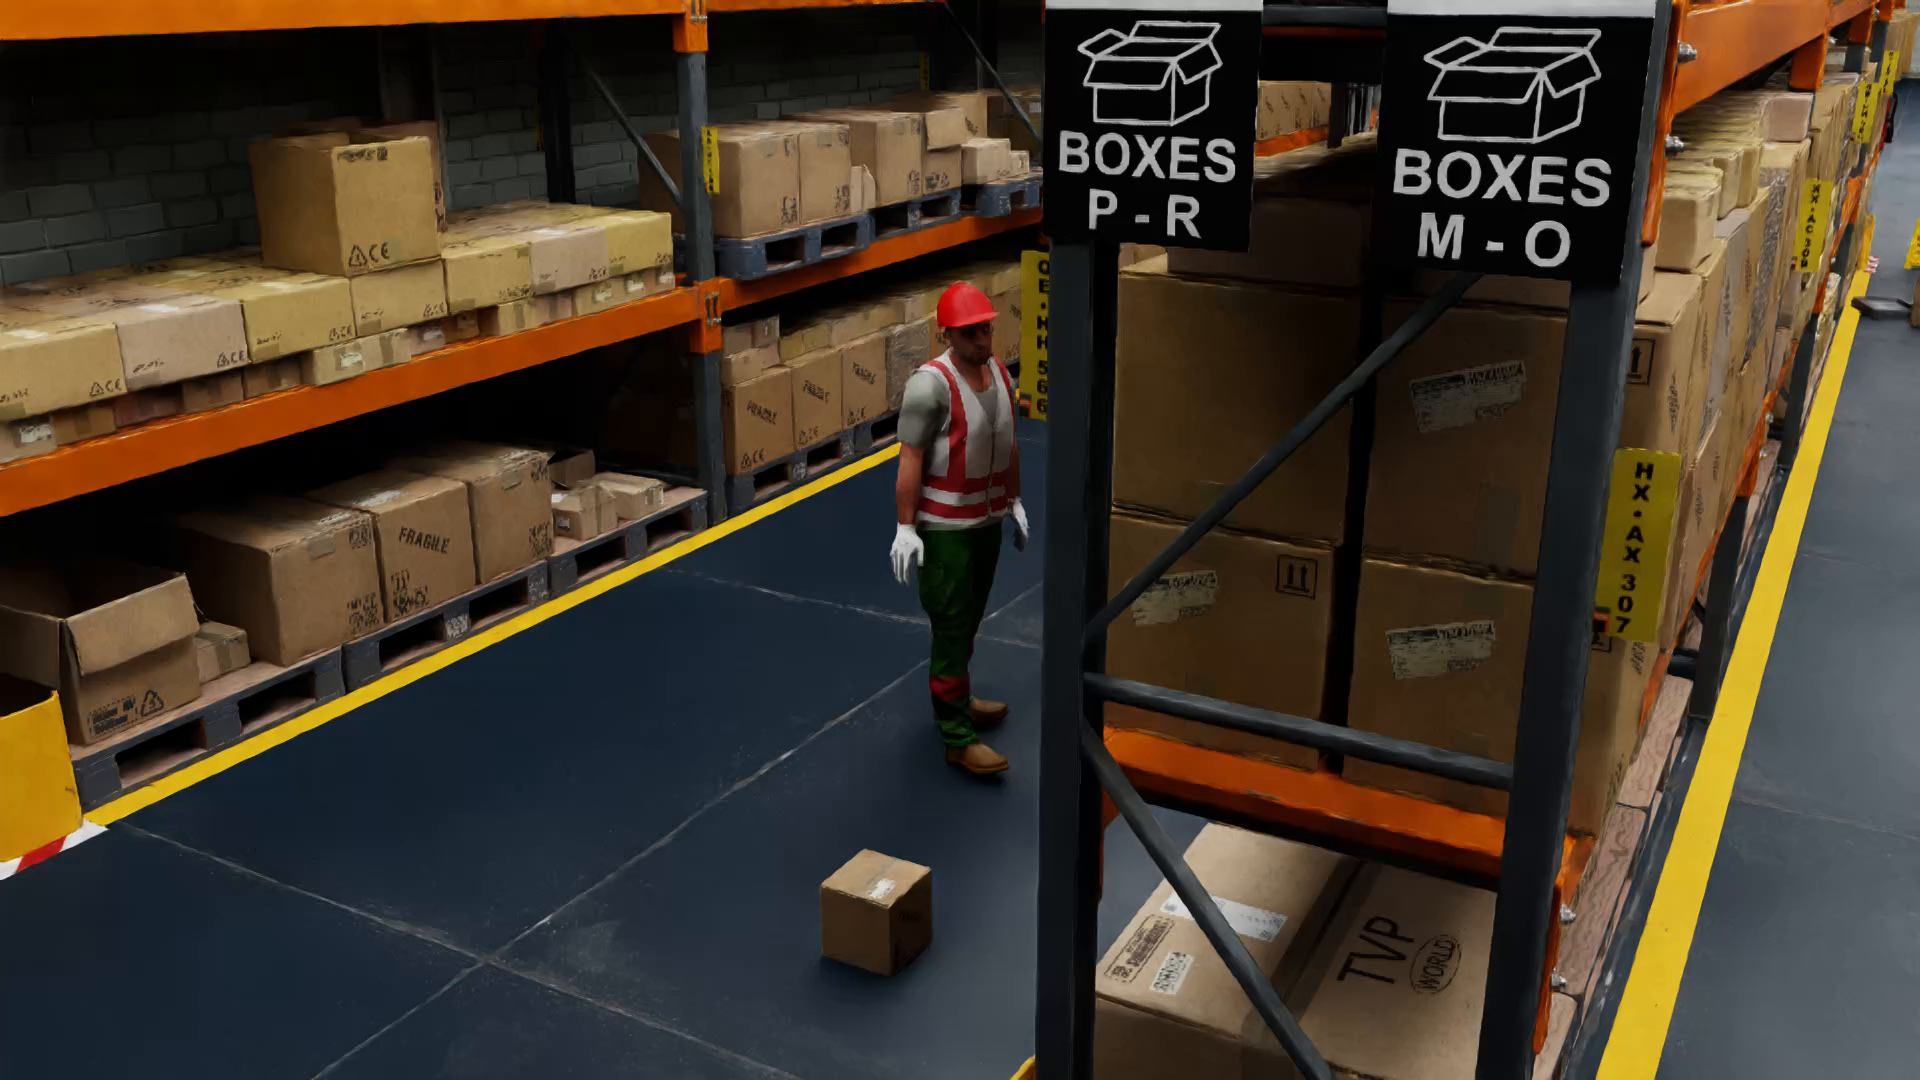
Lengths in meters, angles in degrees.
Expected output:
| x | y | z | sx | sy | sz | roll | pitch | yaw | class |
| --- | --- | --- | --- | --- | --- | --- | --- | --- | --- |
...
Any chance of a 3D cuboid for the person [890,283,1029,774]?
| x | y | z | sx | sy | sz | roll | pitch | yaw | class |
| --- | --- | --- | --- | --- | --- | --- | --- | --- | --- |
| 0.029 | -0.046 | 6.087 | 0.577 | 1.787 | 0.689 | 15 | 24 | 37 | person |
